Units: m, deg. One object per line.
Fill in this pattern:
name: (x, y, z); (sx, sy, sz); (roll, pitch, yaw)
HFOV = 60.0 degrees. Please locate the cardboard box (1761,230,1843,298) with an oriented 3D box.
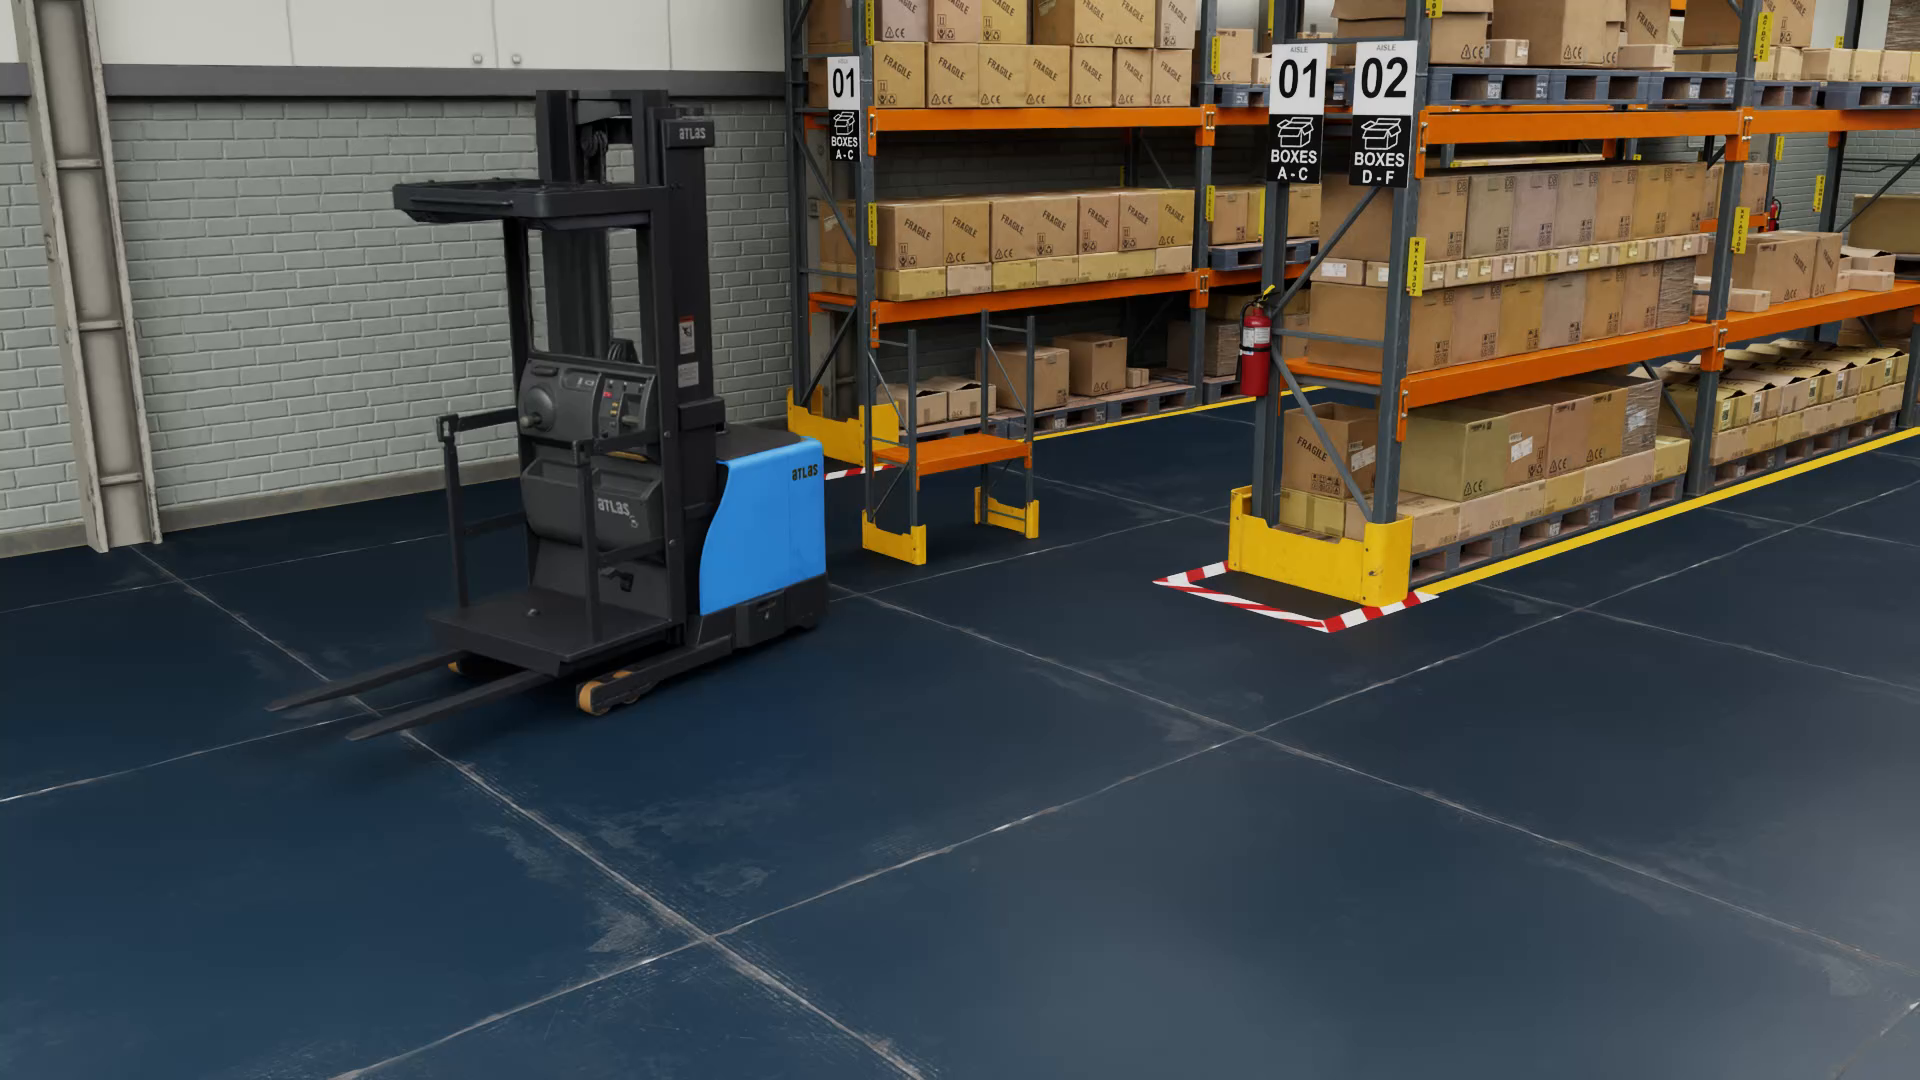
cardboard box: (6.991, -2.310, 13.892); (0.500, 0.500, 0.500); (-14, 20, -42)

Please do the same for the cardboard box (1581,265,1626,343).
cardboard box: (4.123, -1.669, 11.491); (0.500, 0.500, 0.700); (-12, 19, -39)

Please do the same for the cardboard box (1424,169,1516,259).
cardboard box: (3.005, -2.045, 10.385); (0.500, 0.500, 0.700); (-13, 20, -41)

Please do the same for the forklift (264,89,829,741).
forklift: (-2.007, -0.706, 8.214); (1.130, 2.935, 3.031); (10, 18, 34)

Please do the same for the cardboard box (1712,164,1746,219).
cardboard box: (10.107, -4.799, 22.824); (0.700, 0.700, 0.980); (-13, 20, -40)

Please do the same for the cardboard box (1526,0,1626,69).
cardboard box: (3.904, -3.387, 11.019); (0.637, 0.503, 0.797); (-10, 18, -33)

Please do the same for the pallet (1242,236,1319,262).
pallet: (3.525, -3.077, 17.329); (1.213, 0.211, 1.003); (-13, 19, -39)

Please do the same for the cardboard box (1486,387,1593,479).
cardboard box: (3.895, -0.732, 11.239); (0.500, 0.500, 0.500); (-13, 19, -39)

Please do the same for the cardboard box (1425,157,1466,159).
cardboard box: (5.557, -4.291, 19.241); (0.500, 0.250, 0.500); (-13, 20, -41)

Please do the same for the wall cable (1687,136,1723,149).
wall cable: (11.372, -5.760, 25.033); (1.851, 1.984, 0.084); (-13, 19, -39)

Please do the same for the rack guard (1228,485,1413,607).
rack guard: (2.193, 0.018, 10.215); (0.348, 0.500, 1.175); (-13, 19, -39)

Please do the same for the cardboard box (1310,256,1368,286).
cardboard box: (2.374, -1.658, 10.192); (0.250, 0.149, 0.380); (-13, 20, -40)

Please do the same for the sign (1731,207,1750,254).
sign: (5.594, -2.220, 11.919); (0.005, 0.325, 0.100); (-13, 19, -39)

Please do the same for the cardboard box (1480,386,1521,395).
cardboard box: (3.543, -0.836, 11.629); (0.500, 0.500, 0.500); (-13, 19, -39)

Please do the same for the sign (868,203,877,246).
sign: (-0.687, -2.470, 13.009); (0.005, 0.325, 0.100); (-13, 19, -39)

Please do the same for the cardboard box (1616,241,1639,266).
cardboard box: (4.395, -1.974, 11.375); (0.250, 0.149, 0.380); (-13, 20, -40)

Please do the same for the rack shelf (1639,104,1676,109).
rack shelf: (9.518, -5.631, 22.100); (4.000, 0.370, 1.077); (-13, 19, -39)

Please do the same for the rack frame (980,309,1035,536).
rack frame: (0.319, -0.796, 11.325); (0.032, 1.500, 0.500); (-13, 19, -39)

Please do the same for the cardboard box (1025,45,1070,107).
cardboard box: (0.581, -3.941, 14.145); (0.500, 0.500, 0.500); (-11, 19, -36)

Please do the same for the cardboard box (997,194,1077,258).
cardboard box: (0.669, -2.737, 14.485); (0.500, 0.500, 0.500); (-12, 19, -38)

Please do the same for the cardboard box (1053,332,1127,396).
cardboard box: (1.217, -1.657, 15.631); (0.500, 0.500, 0.500); (14, 21, 43)

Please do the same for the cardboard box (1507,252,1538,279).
cardboard box: (3.426, -1.755, 10.559); (0.250, 0.149, 0.380); (-14, 20, -41)

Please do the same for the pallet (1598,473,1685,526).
pallet: (4.601, -0.398, 12.330); (1.213, 0.211, 1.003); (-13, 19, -39)

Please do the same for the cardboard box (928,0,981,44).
cardboard box: (-0.182, -4.241, 13.333); (0.500, 0.500, 0.500); (-13, 20, -40)

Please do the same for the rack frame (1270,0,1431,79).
rack frame: (2.211, -4.092, 9.133); (0.127, 3.000, 1.000); (-13, 19, -39)

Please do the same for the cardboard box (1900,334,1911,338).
cardboard box: (9.168, -1.665, 15.664); (0.500, 0.500, 0.500); (-14, 20, -41)

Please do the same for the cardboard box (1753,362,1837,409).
cardboard box: (6.863, -1.299, 13.729); (0.500, 0.311, 0.500); (-12, 19, -38)

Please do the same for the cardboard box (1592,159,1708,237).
cardboard box: (4.898, -2.470, 11.978); (0.500, 0.500, 0.700); (-13, 19, -39)

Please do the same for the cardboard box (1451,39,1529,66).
cardboard box: (3.214, -2.957, 10.098); (0.250, 0.149, 0.380); (-13, 19, -39)

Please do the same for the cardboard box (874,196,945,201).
cardboard box: (-0.441, -2.662, 14.202); (0.500, 0.500, 0.500); (-12, 19, -39)

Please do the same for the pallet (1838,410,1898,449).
pallet: (7.600, -1.070, 14.847); (1.213, 0.211, 1.003); (-13, 19, -39)

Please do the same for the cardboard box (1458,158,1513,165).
cardboard box: (5.908, -4.195, 18.880); (0.500, 0.250, 0.500); (-13, 20, -40)

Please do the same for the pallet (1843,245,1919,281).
pallet: (8.712, -2.585, 15.487); (1.003, 0.211, 1.213); (-13, 19, -39)

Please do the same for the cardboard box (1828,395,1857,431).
cardboard box: (7.242, -1.114, 14.124); (0.500, 0.250, 0.500); (-12, 19, -38)

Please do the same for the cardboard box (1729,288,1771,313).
cardboard box: (6.031, -1.861, 12.890); (0.250, 0.149, 0.380); (-13, 19, -39)

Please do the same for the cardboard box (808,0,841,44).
cardboard box: (-0.890, -4.272, 13.448); (0.500, 0.500, 0.500); (-12, 19, -37)

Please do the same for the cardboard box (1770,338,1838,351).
cardboard box: (7.658, -1.663, 15.091); (0.500, 0.311, 0.500); (-12, 19, -38)

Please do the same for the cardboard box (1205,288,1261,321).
cardboard box: (2.848, -2.406, 16.982); (0.500, 0.250, 0.500); (-13, 20, -41)

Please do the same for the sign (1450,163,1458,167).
sign: (5.355, -3.930, 18.060); (0.005, 0.325, 0.100); (-13, 19, -39)

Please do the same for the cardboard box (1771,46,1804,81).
cardboard box: (6.112, -3.647, 12.757); (0.500, 0.250, 0.500); (14, 20, 42)

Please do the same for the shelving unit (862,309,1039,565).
shelving unit: (-0.058, -0.712, 11.008); (1.083, 1.500, 0.587); (-13, 19, -39)

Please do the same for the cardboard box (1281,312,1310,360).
cardboard box: (3.287, -2.144, 17.456); (0.500, 0.500, 0.700); (-12, 19, -39)

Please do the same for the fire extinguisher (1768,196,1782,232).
fire extinguisher: (11.443, -4.586, 23.480); (0.183, 0.674, 0.296); (-13, 19, -39)

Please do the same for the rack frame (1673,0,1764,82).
rack frame: (5.229, -4.770, 11.670); (0.127, 3.000, 1.000); (-13, 19, -39)

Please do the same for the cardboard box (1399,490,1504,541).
cardboard box: (3.137, -0.201, 10.706); (0.500, 0.250, 0.500); (-13, 19, -39)

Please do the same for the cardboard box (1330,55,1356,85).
cardboard box: (3.953, -4.820, 17.432); (0.637, 0.503, 0.797); (-9, 18, -32)

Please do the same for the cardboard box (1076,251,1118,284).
cardboard box: (1.065, -2.462, 14.908); (0.500, 0.250, 0.500); (-13, 20, -40)

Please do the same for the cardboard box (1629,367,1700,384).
cardboard box: (5.734, -1.231, 13.473); (0.500, 0.311, 0.500); (-12, 19, -38)

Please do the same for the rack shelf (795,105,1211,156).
rack shelf: (0.465, -3.598, 14.490); (4.000, 0.370, 1.077); (-13, 19, -39)

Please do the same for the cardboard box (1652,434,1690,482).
cardboard box: (5.022, -0.625, 12.292); (0.500, 0.250, 0.500); (-13, 19, -39)

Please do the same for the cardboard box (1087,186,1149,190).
cardboard box: (1.482, -3.096, 15.827); (0.500, 0.500, 0.500); (-13, 20, -41)

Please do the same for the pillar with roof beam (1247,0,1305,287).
pillar with roof beam: (6.269, -5.521, 14.483); (0.400, 9.000, 9.100); (-13, 19, -39)

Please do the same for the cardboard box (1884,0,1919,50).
cardboard box: (8.580, -4.602, 14.724); (0.500, 0.500, 0.500); (-13, 19, -39)

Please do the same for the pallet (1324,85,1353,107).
pallet: (3.290, -4.454, 16.663); (1.003, 0.211, 1.213); (-13, 19, -39)

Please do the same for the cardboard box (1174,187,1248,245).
cardboard box: (2.380, -3.176, 16.281); (0.500, 0.500, 0.700); (-13, 19, -39)
